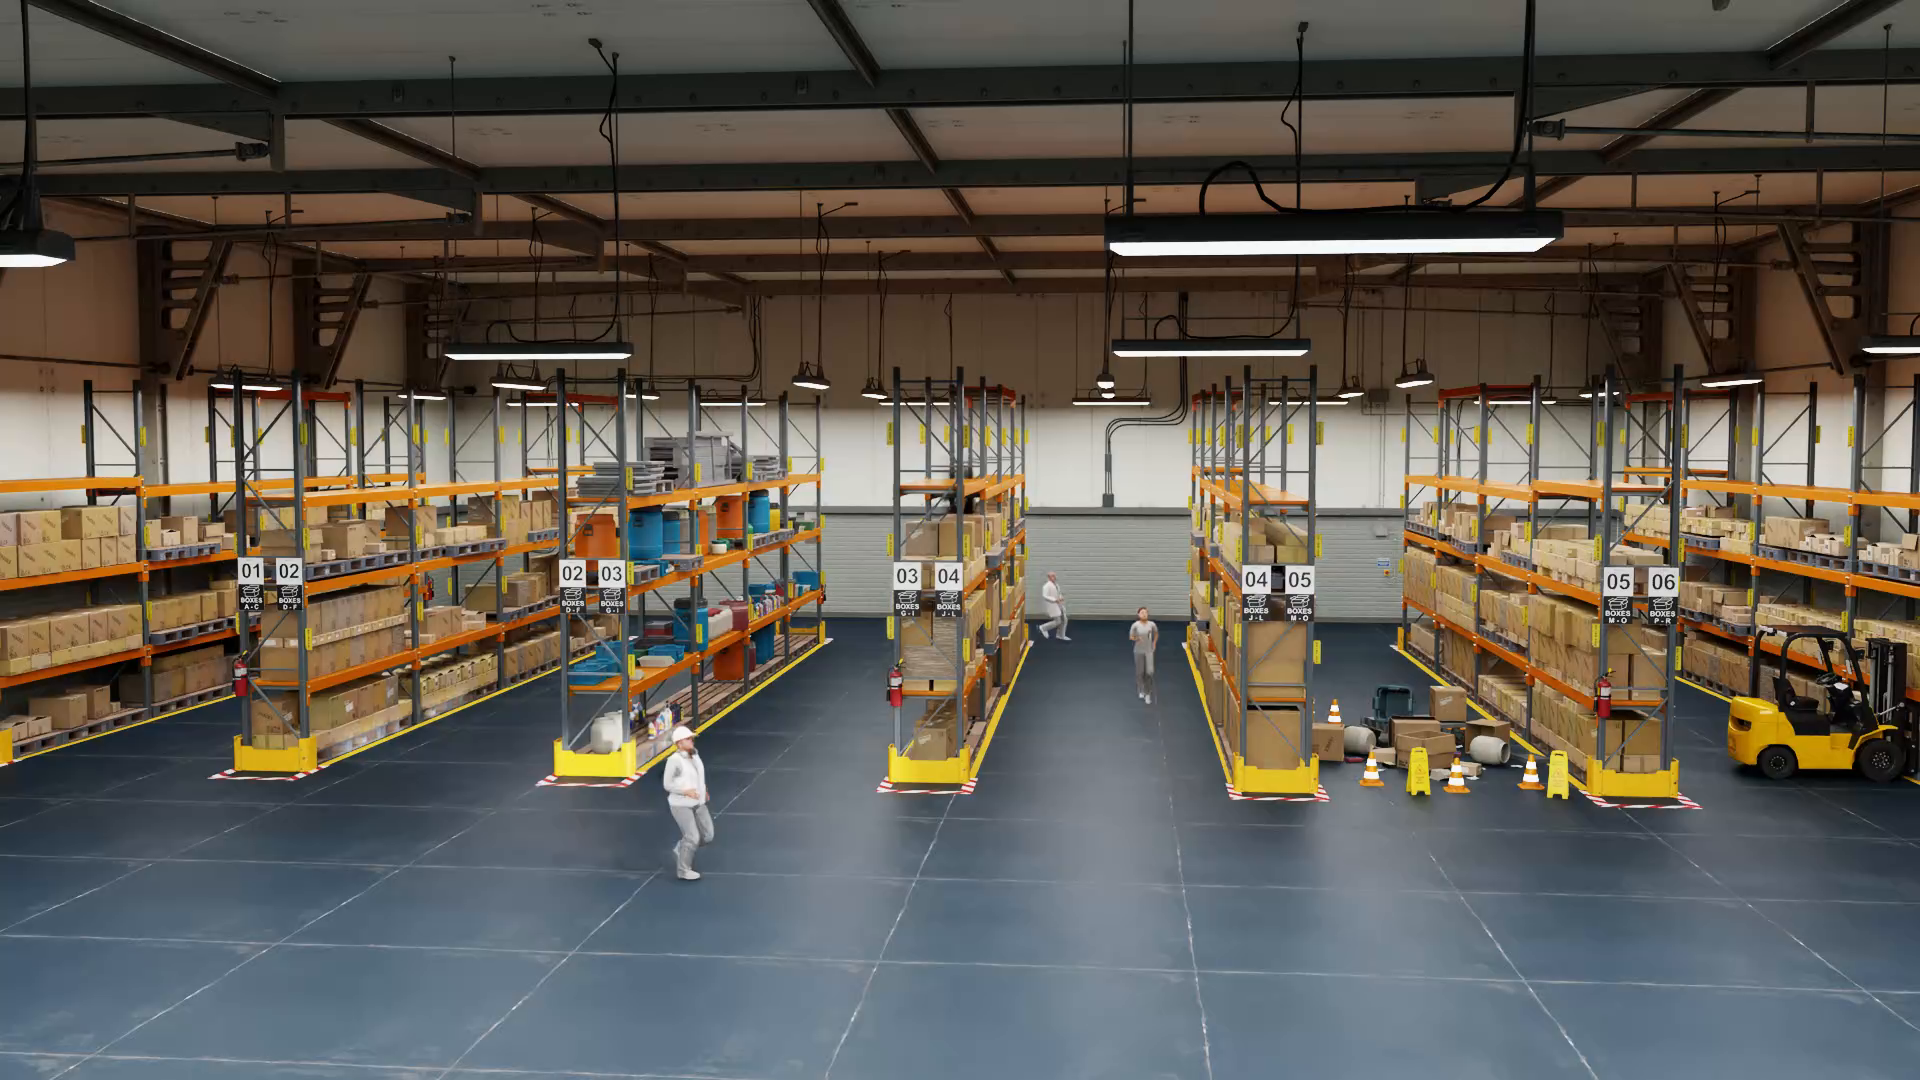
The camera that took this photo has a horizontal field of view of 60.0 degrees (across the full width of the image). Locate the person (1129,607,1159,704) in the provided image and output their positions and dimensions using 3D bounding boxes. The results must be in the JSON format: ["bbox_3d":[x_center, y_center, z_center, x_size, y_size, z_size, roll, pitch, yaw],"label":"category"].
[{"bbox_3d":[3.292,2.058,29.641,0.546,1.731,0.634,0,4,0],"label":"person"}]

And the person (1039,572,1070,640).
[{"bbox_3d":[2.269,1.632,40.824,0.696,1.732,0.720,2,4,26],"label":"person"}]

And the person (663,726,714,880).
[{"bbox_3d":[-3.054,2.969,18.791,0.598,1.723,0.654,2,4,31],"label":"person"}]
